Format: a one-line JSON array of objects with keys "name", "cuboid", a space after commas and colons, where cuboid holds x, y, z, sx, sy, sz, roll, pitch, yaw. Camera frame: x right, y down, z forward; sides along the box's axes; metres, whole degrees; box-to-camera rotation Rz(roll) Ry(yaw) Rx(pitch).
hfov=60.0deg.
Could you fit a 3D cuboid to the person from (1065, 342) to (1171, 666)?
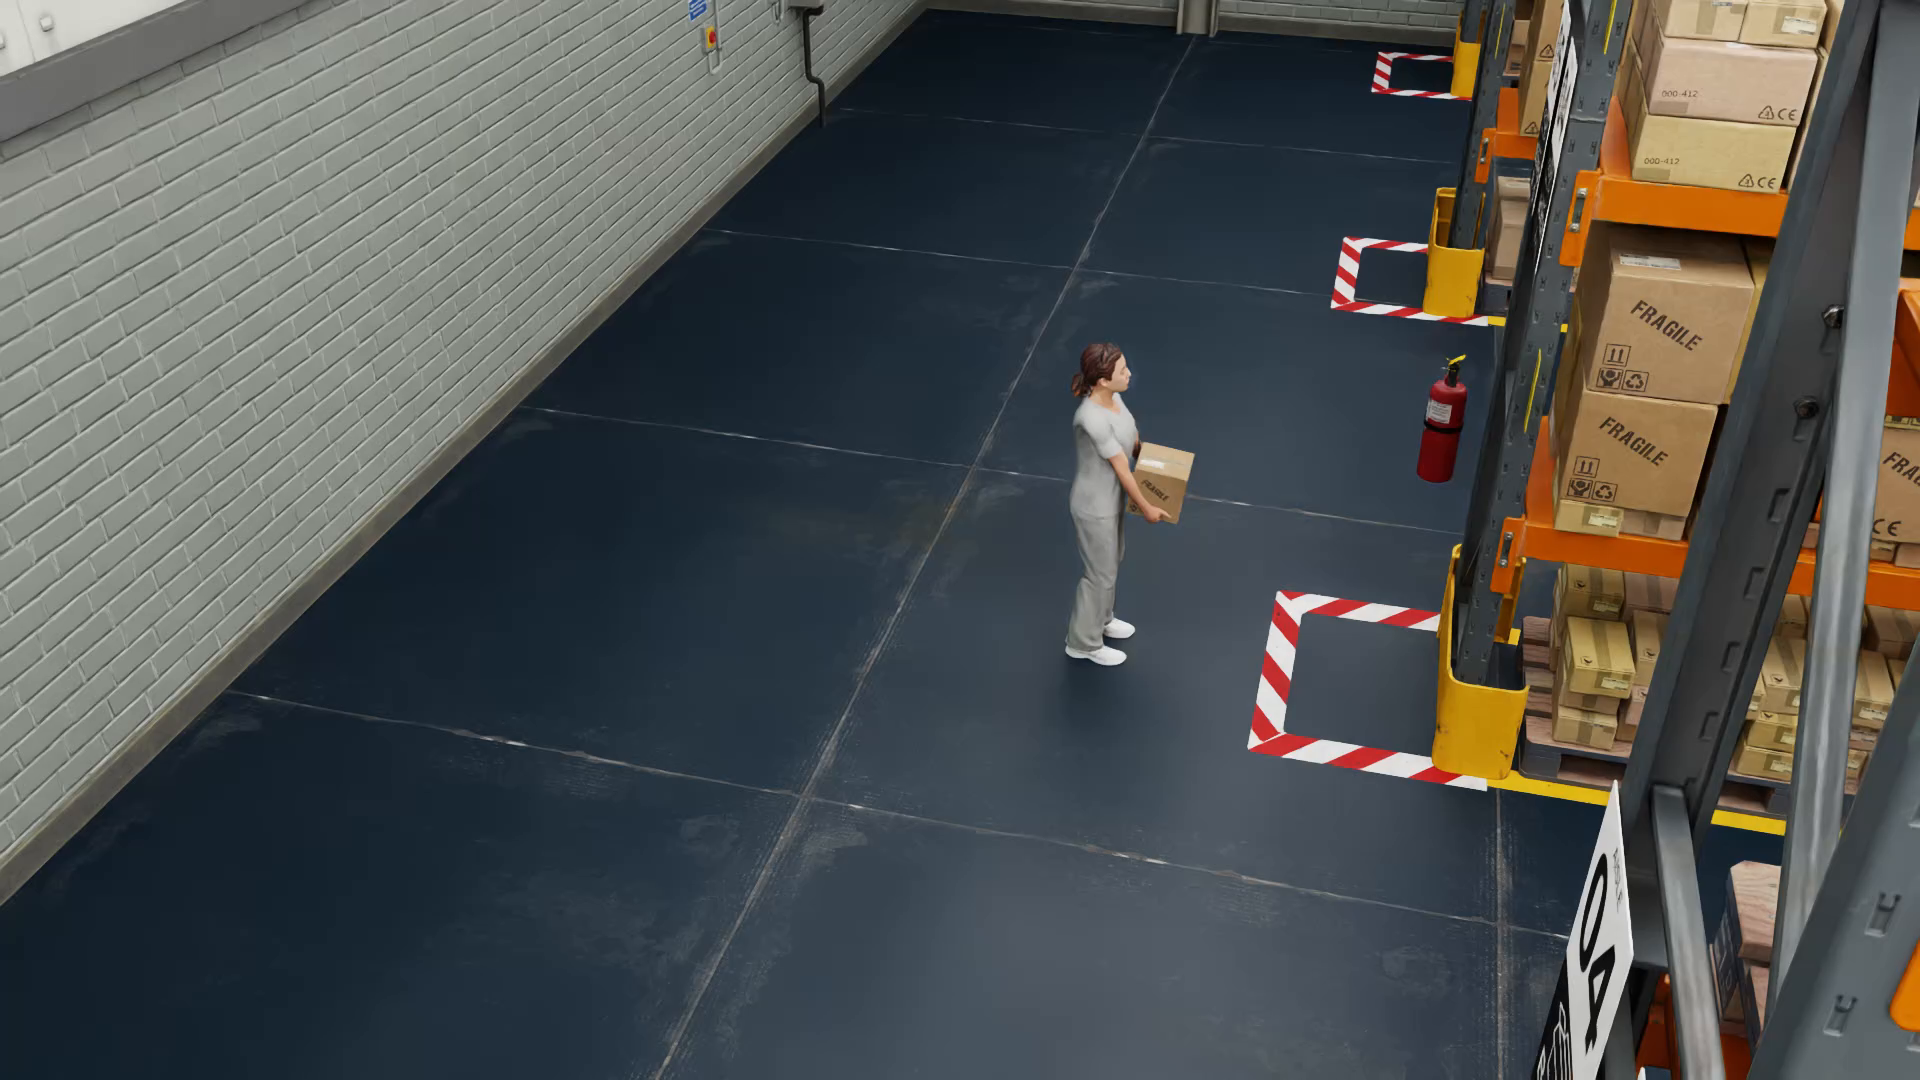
[{"name": "person", "cuboid": [0.756, -0.167, 7.926, 0.536, 1.669, 0.409, 8, 34, 12]}]
